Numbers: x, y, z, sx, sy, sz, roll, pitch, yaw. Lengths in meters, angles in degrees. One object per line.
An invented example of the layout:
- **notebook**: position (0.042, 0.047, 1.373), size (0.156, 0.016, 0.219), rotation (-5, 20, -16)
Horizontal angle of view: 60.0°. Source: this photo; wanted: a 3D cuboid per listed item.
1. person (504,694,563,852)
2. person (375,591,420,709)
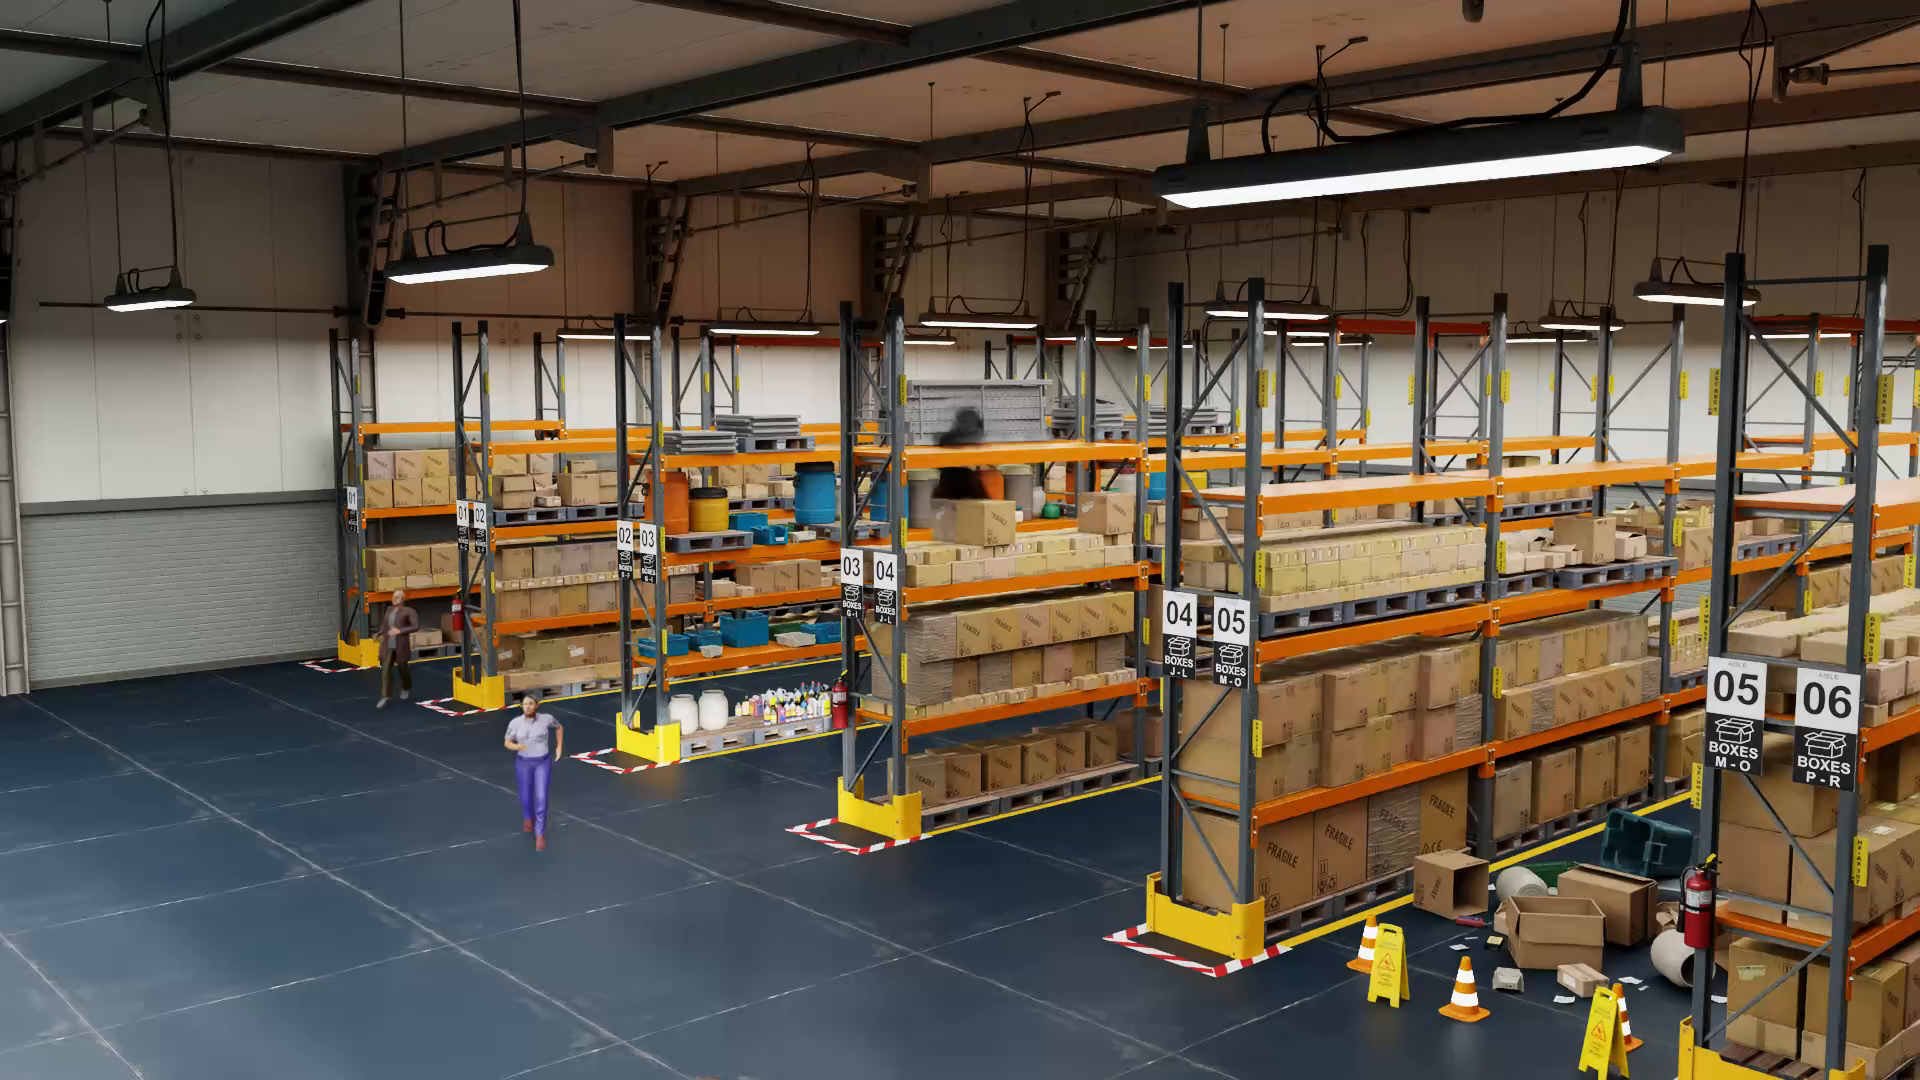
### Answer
- **person**: position (-4.727, 2.527, 18.426), size (0.609, 1.651, 0.934), rotation (-1, 6, -8)
- **person**: position (-8.842, 1.688, 26.146), size (0.750, 1.786, 1.006), rotation (1, 6, 5)
